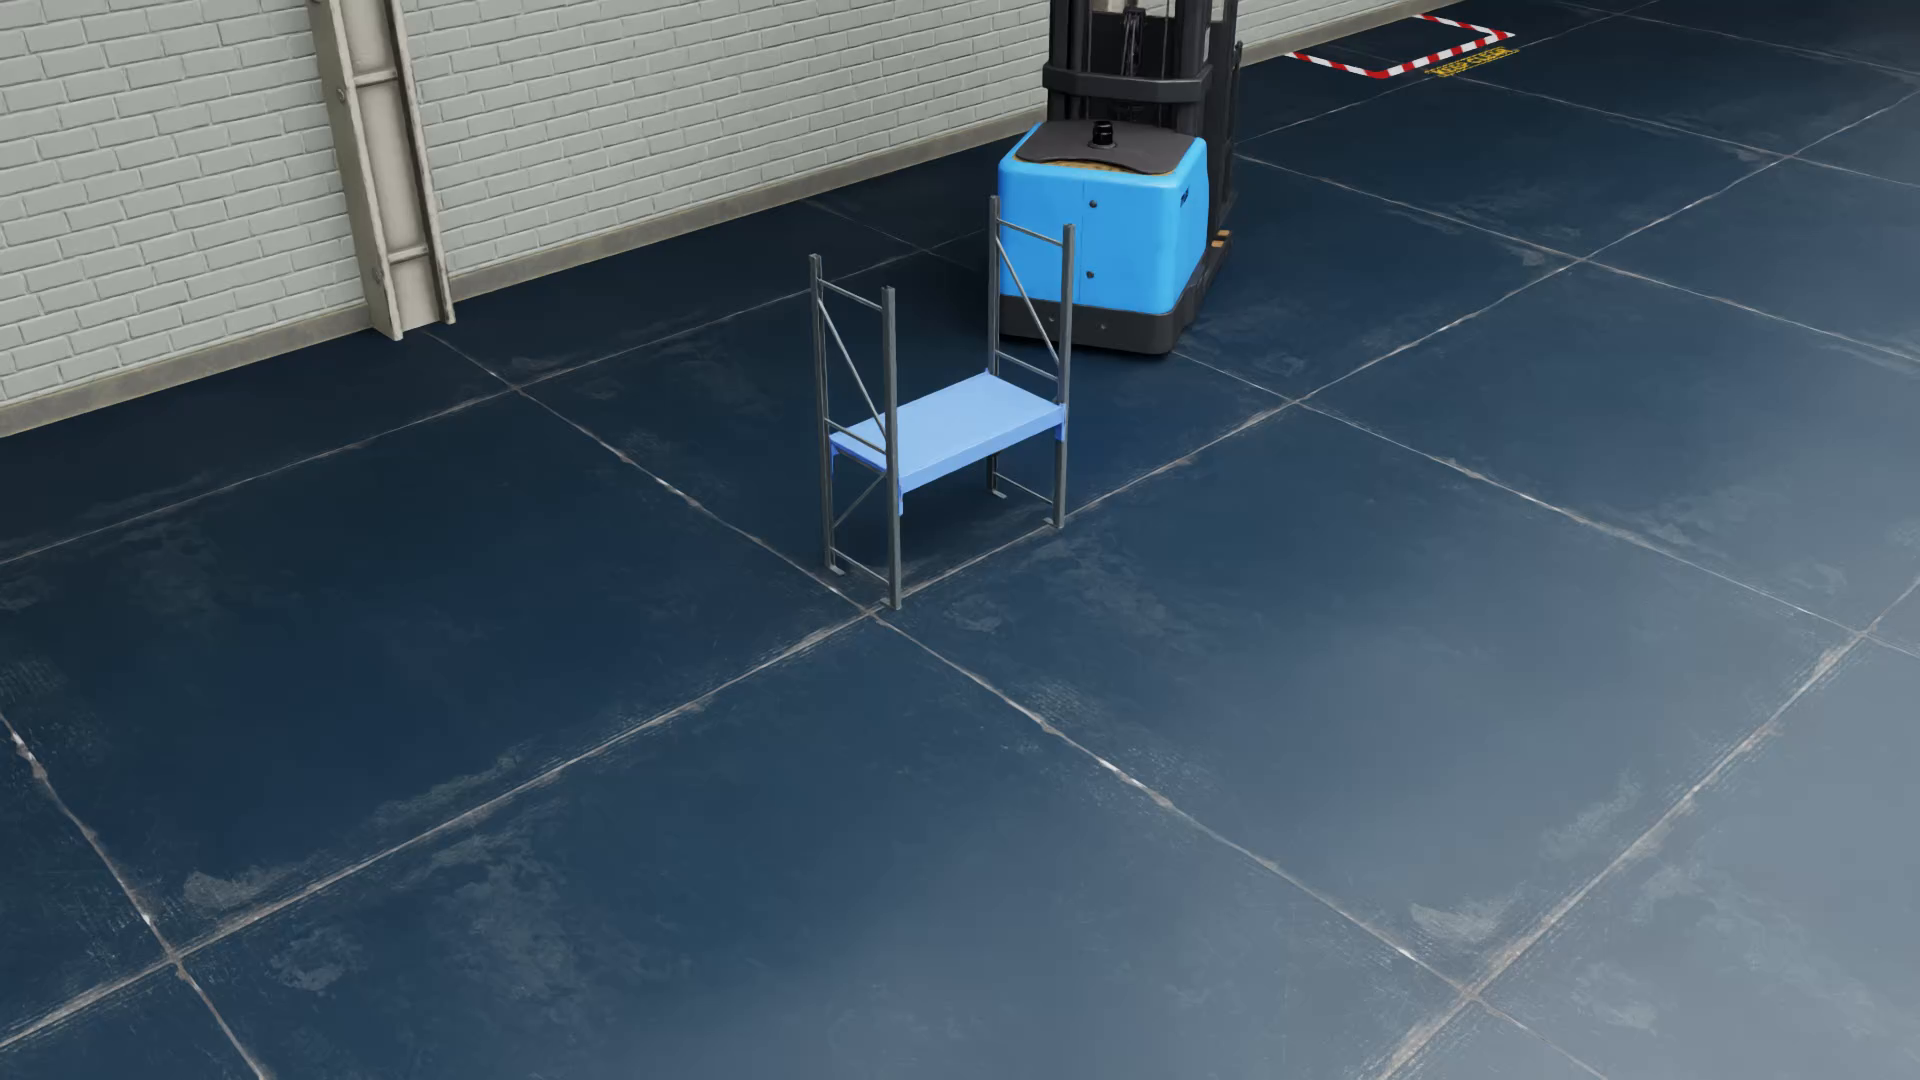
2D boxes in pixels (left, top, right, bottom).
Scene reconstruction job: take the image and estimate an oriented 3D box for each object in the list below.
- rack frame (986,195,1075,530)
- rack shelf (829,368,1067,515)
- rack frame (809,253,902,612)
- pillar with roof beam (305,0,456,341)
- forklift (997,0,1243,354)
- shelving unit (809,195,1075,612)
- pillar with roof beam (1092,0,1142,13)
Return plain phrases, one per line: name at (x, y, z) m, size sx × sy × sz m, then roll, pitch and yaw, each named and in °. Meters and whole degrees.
rack frame at (0.310, -0.790, 7.604) m, size 0.032 × 1.500 × 0.500 m, roll -26°, pitch 40°, yaw -35°
rack shelf at (-0.063, -0.456, 7.403) m, size 1.000 × 0.185 × 0.538 m, roll -26°, pitch 40°, yaw -35°
rack frame at (-0.435, -0.429, 7.014) m, size 0.032 × 1.500 × 0.500 m, roll -26°, pitch 40°, yaw -35°
pillar with roof beam at (-0.308, -3.474, 4.806) m, size 0.400 × 9.000 × 9.100 m, roll -26°, pitch 40°, yaw -35°
forklift at (1.137, -3.049, 9.927) m, size 1.130 × 2.935 × 3.031 m, roll 10°, pitch 33°, yaw 15°
shelving unit at (-0.063, -0.610, 7.309) m, size 1.048 × 1.500 × 0.538 m, roll -26°, pitch 40°, yaw -35°
pillar with roof beam at (4.092, -5.602, 8.286) m, size 0.400 × 9.000 × 9.100 m, roll -26°, pitch 40°, yaw -35°
